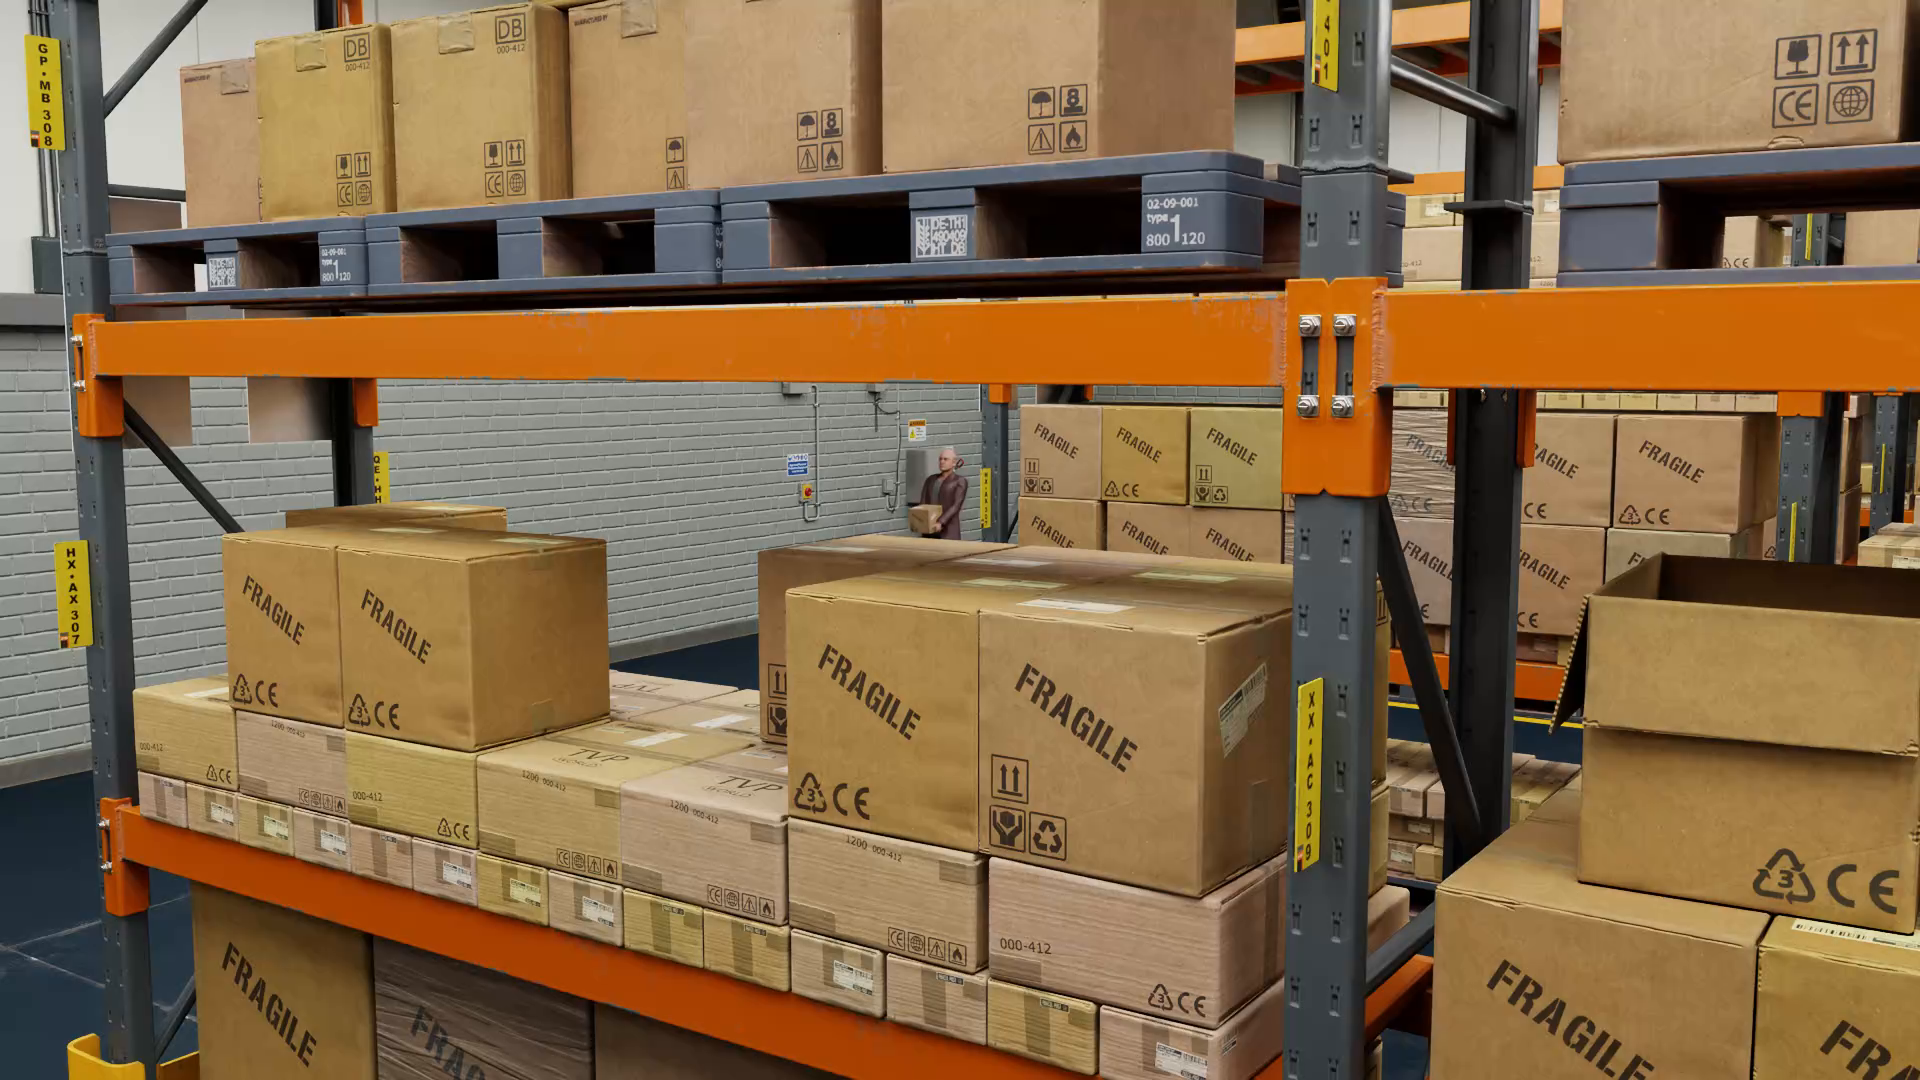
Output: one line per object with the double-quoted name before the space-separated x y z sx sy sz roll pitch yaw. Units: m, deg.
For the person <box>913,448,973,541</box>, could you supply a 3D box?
"person" -0.238 -0.063 17.253 0.698 1.779 0.579 4 7 34
